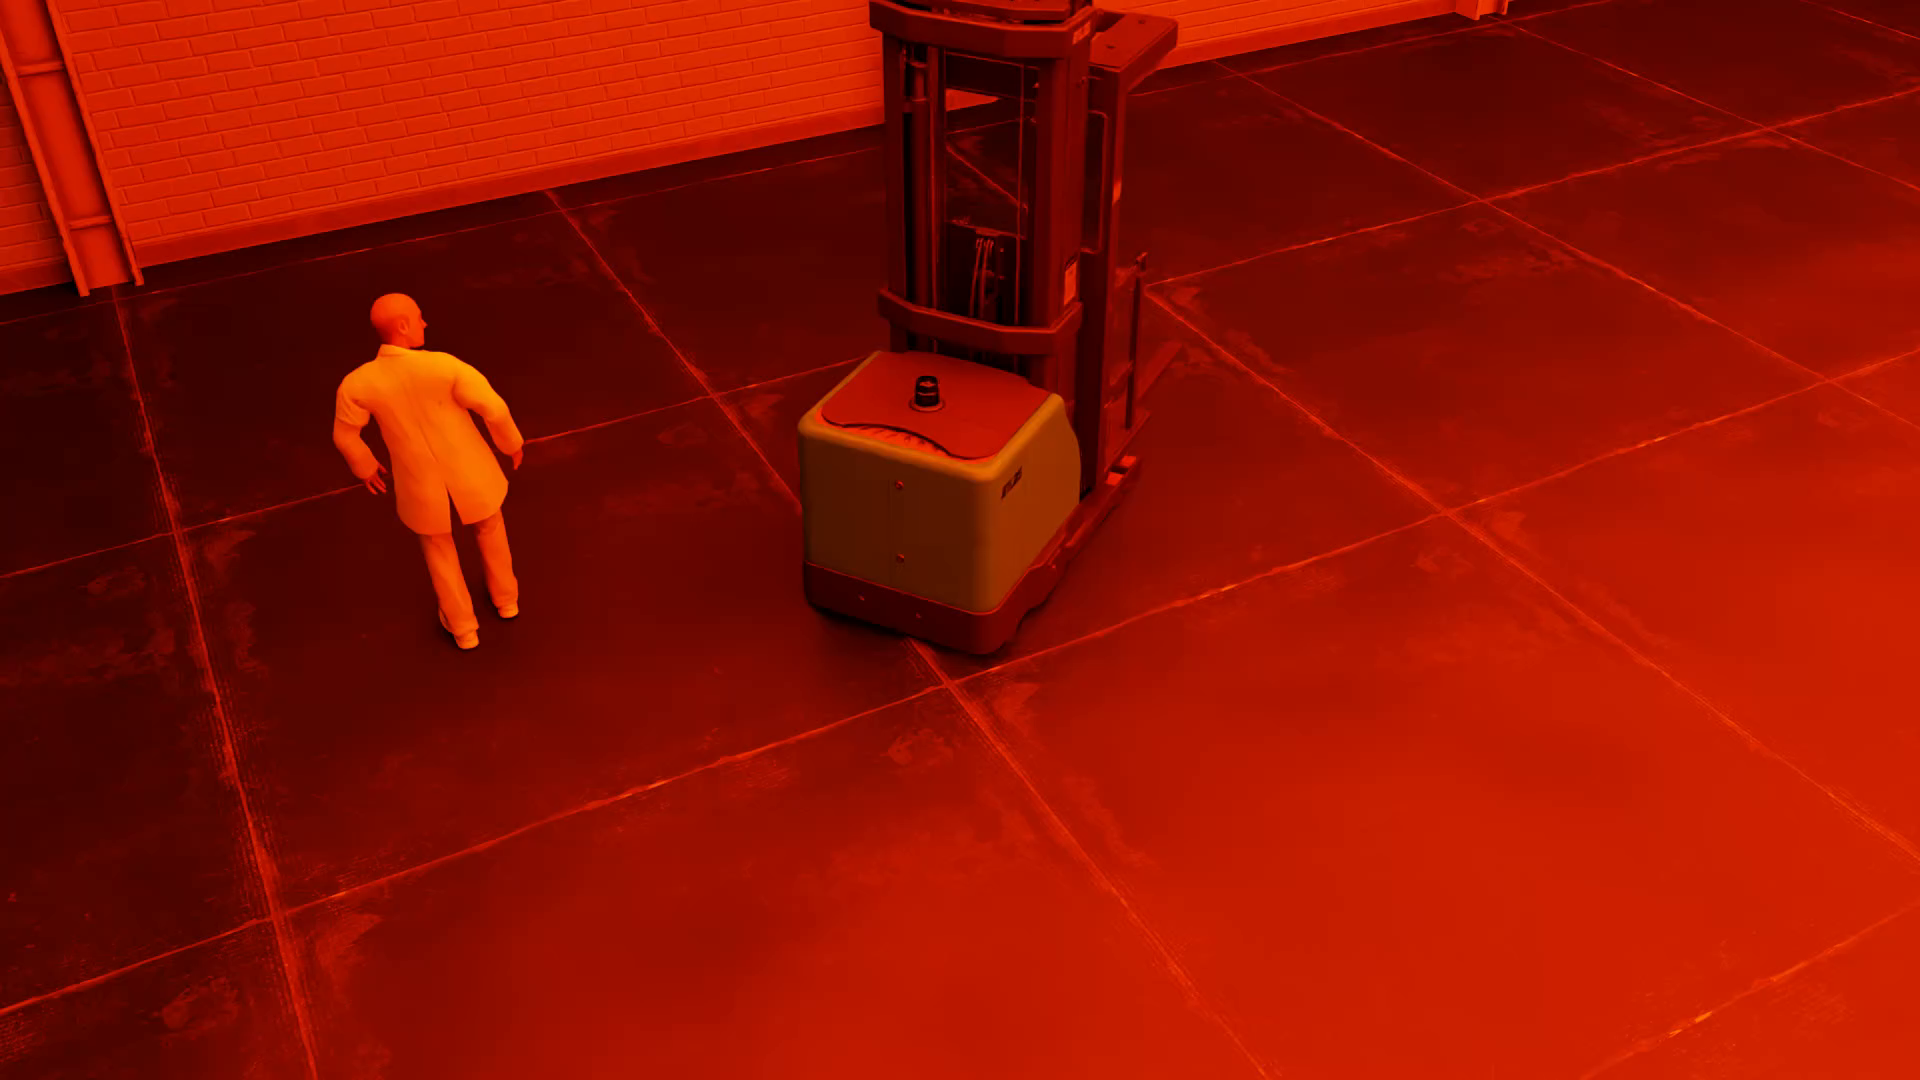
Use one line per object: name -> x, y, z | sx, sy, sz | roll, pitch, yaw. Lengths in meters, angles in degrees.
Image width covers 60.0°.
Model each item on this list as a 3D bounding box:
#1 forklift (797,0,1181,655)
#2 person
forklift -> 0.347, -1.497, 8.241 | 1.130, 2.935, 3.031 | 16, 38, 21
person -> -2.400, -0.344, 7.629 | 0.800, 1.760, 0.558 | -10, 36, -14
